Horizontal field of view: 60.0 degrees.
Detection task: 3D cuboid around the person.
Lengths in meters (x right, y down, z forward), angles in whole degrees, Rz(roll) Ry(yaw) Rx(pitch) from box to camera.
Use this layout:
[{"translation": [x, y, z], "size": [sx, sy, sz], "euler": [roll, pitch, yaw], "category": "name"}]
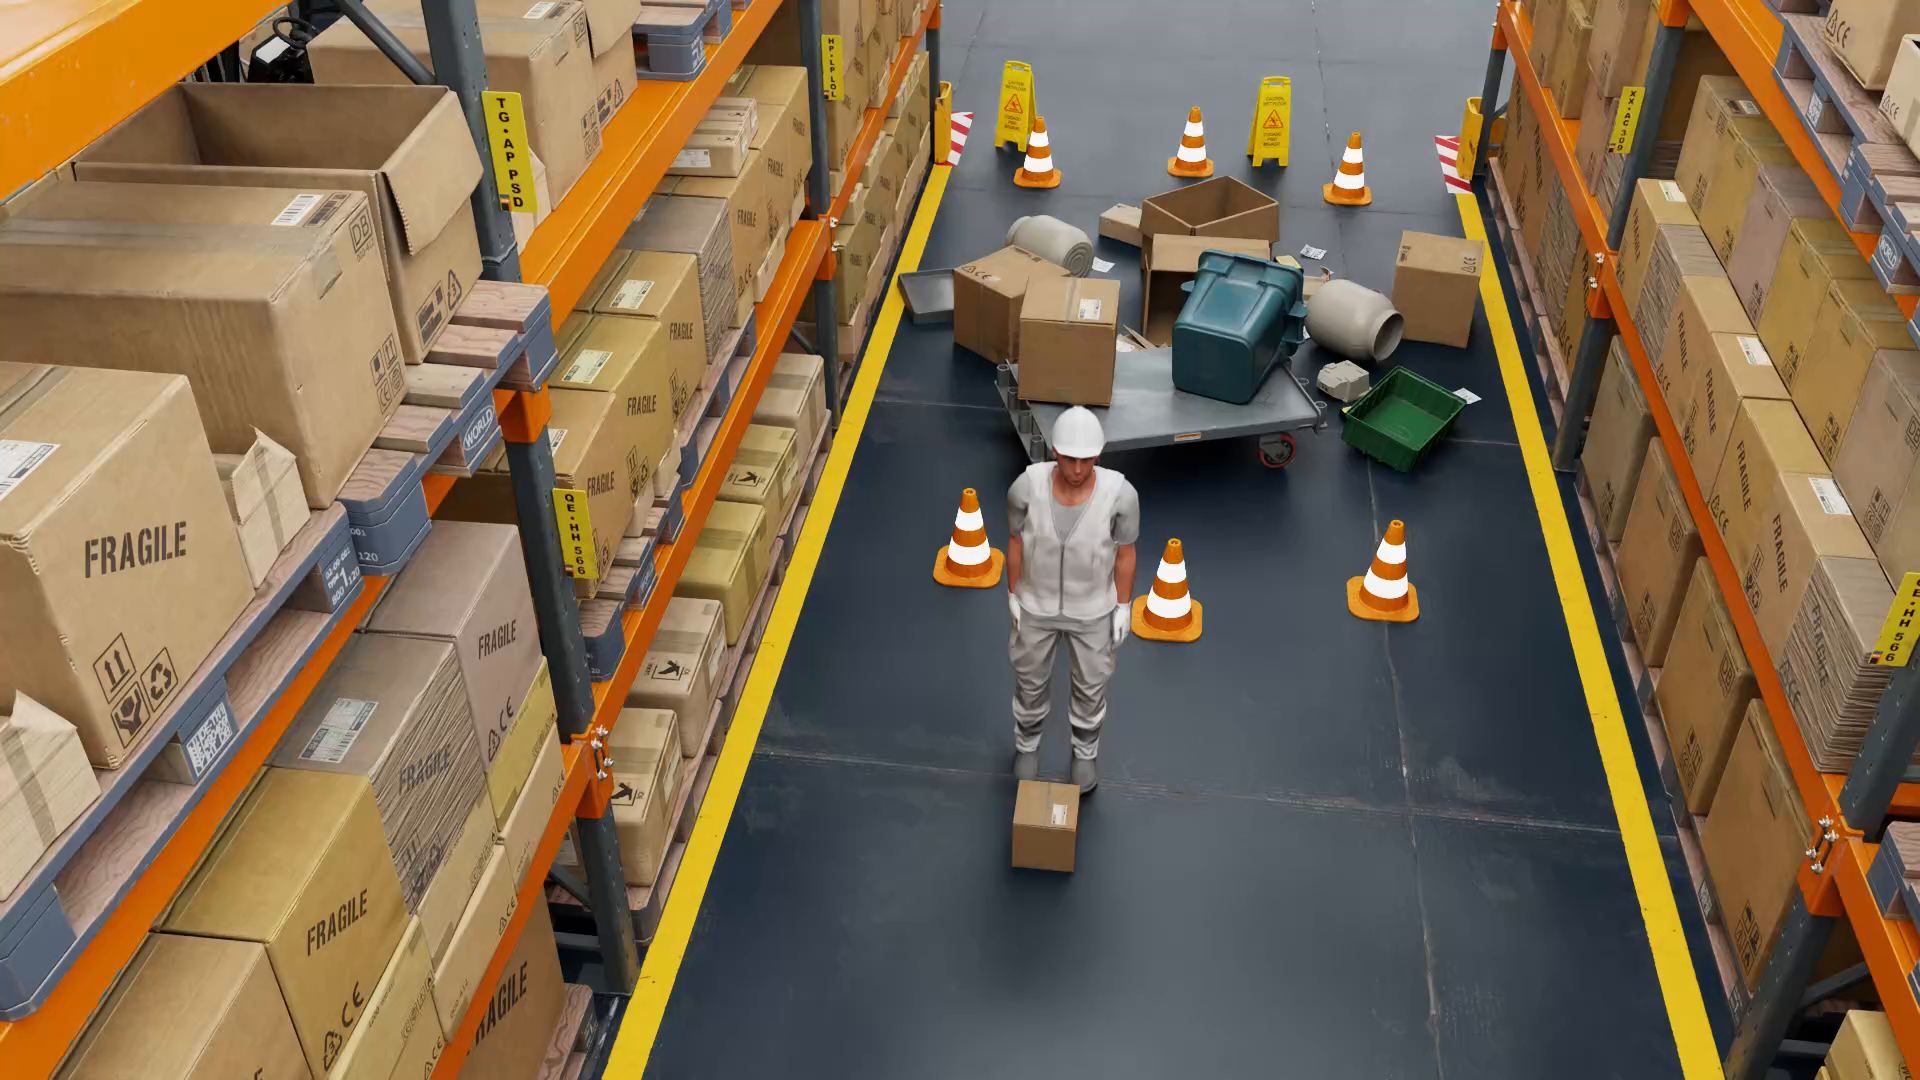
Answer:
[{"translation": [0.432, 0.264, 6.669], "size": [0.524, 1.800, 0.341], "euler": [5, 36, 7], "category": "person"}]
